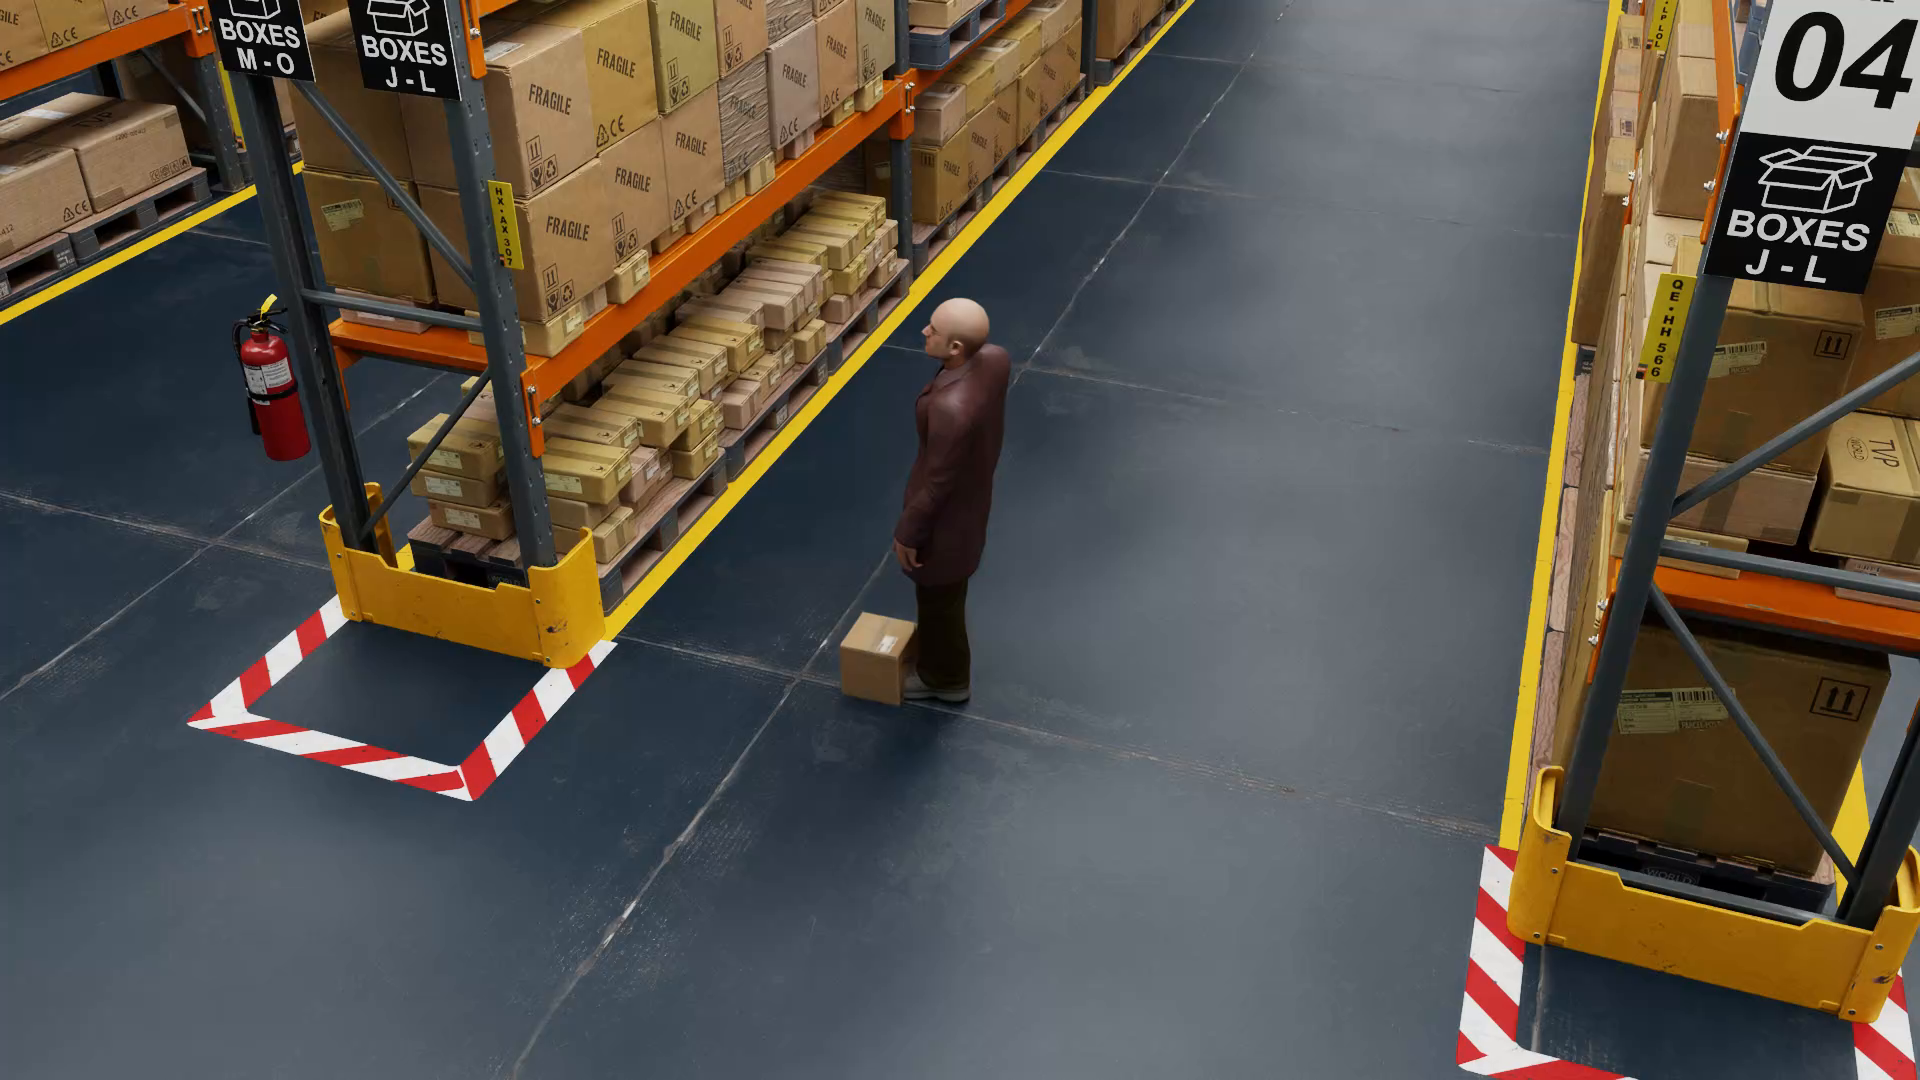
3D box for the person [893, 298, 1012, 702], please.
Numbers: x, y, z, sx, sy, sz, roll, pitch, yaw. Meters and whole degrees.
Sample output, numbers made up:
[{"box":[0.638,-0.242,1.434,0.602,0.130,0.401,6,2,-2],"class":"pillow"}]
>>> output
[{"box":[-0.139,-0.140,6.355,0.581,1.776,0.678,11,34,17],"class":"person"}]
